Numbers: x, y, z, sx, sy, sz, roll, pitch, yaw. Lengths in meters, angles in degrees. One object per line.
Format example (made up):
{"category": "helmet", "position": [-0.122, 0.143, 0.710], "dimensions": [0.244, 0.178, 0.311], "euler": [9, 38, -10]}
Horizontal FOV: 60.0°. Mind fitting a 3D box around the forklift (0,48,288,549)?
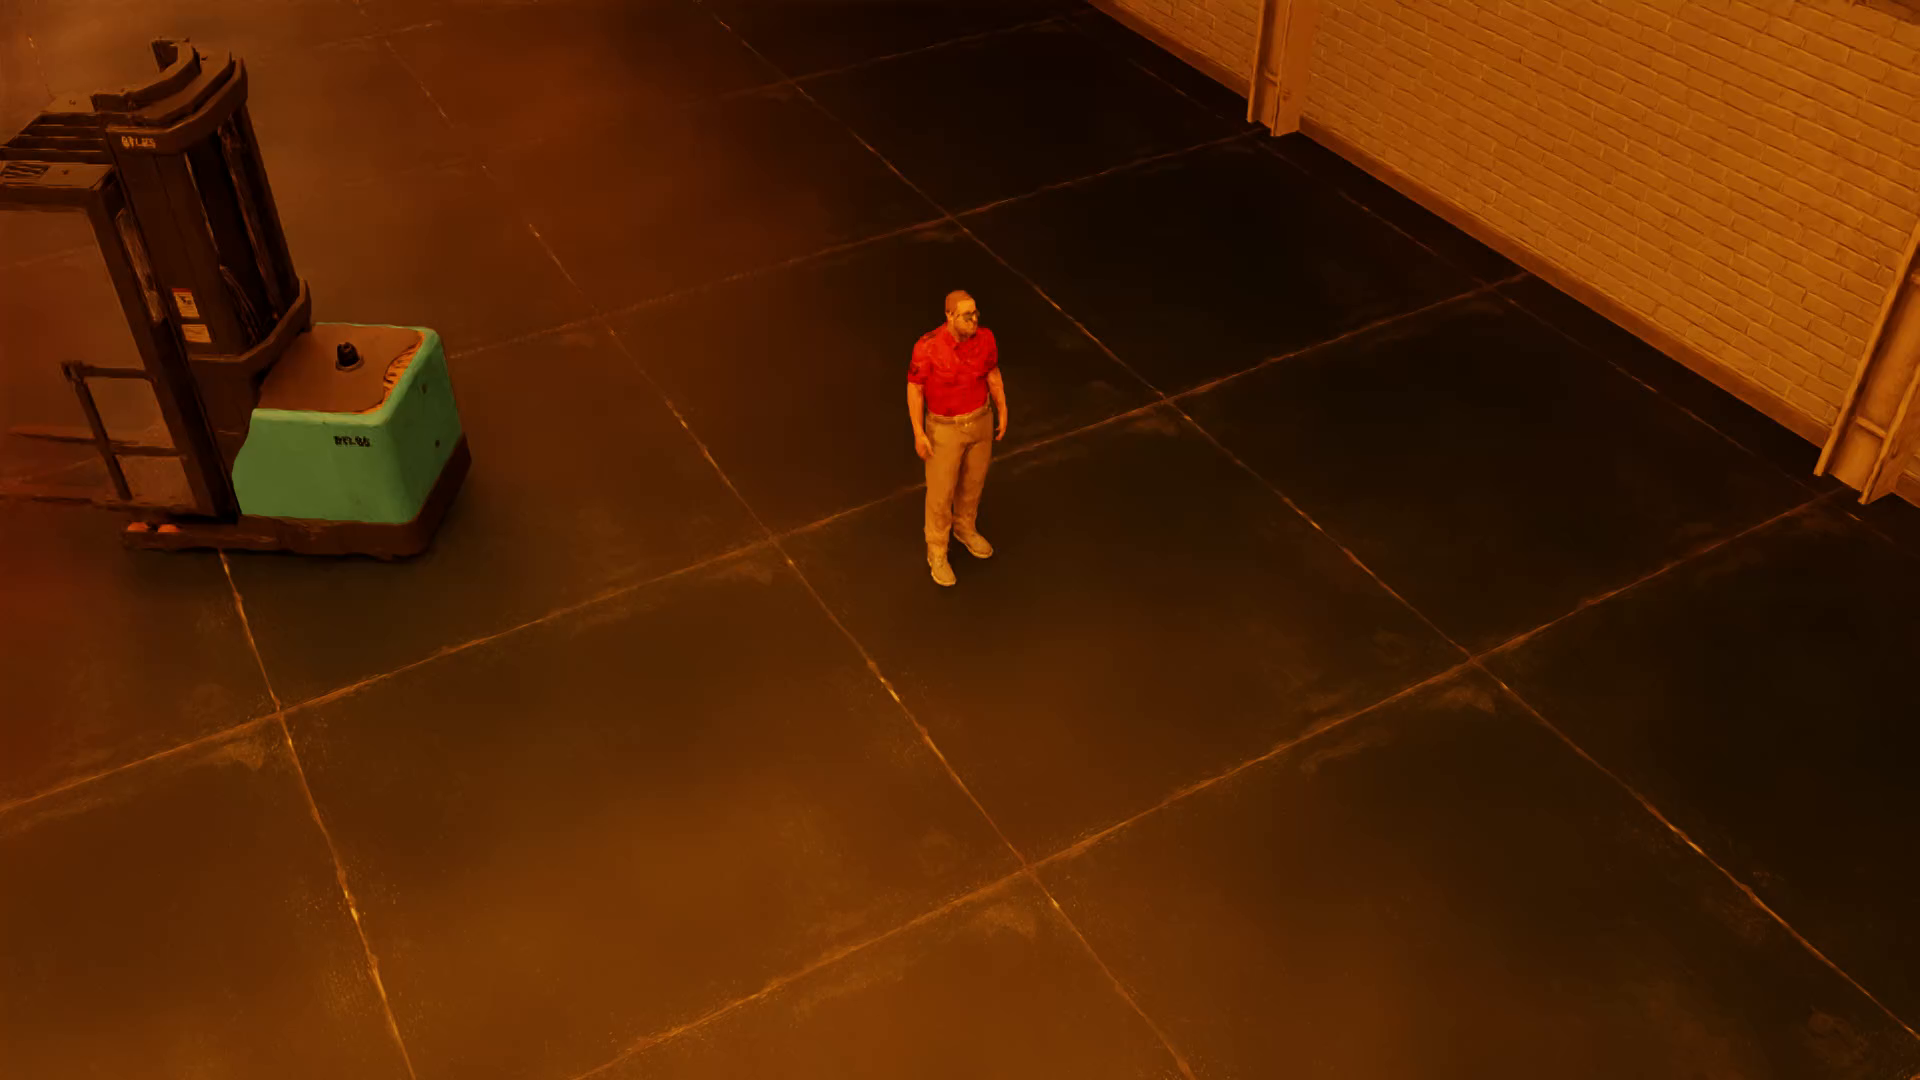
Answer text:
{"category": "forklift", "position": [-4.805, -1.372, 9.740], "dimensions": [2.884, 2.867, 1.101], "euler": [3, 40, 4]}
